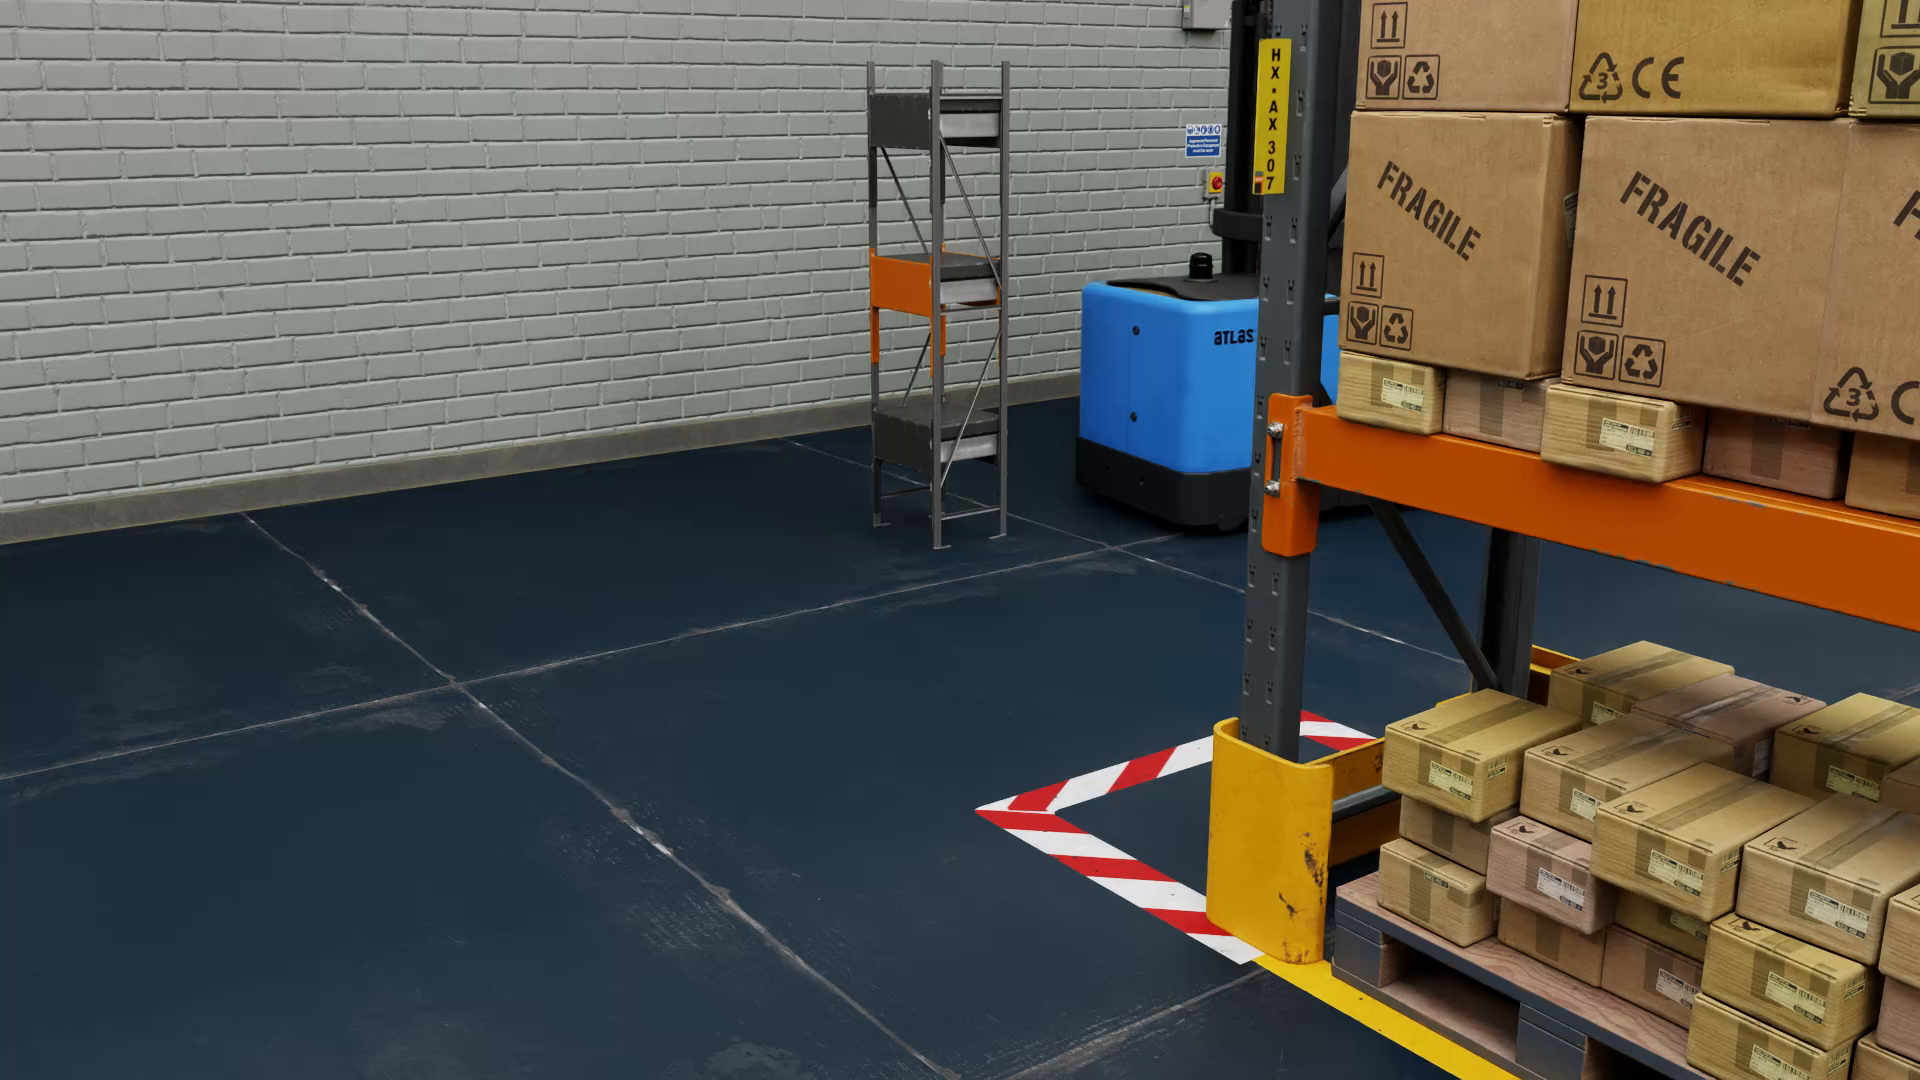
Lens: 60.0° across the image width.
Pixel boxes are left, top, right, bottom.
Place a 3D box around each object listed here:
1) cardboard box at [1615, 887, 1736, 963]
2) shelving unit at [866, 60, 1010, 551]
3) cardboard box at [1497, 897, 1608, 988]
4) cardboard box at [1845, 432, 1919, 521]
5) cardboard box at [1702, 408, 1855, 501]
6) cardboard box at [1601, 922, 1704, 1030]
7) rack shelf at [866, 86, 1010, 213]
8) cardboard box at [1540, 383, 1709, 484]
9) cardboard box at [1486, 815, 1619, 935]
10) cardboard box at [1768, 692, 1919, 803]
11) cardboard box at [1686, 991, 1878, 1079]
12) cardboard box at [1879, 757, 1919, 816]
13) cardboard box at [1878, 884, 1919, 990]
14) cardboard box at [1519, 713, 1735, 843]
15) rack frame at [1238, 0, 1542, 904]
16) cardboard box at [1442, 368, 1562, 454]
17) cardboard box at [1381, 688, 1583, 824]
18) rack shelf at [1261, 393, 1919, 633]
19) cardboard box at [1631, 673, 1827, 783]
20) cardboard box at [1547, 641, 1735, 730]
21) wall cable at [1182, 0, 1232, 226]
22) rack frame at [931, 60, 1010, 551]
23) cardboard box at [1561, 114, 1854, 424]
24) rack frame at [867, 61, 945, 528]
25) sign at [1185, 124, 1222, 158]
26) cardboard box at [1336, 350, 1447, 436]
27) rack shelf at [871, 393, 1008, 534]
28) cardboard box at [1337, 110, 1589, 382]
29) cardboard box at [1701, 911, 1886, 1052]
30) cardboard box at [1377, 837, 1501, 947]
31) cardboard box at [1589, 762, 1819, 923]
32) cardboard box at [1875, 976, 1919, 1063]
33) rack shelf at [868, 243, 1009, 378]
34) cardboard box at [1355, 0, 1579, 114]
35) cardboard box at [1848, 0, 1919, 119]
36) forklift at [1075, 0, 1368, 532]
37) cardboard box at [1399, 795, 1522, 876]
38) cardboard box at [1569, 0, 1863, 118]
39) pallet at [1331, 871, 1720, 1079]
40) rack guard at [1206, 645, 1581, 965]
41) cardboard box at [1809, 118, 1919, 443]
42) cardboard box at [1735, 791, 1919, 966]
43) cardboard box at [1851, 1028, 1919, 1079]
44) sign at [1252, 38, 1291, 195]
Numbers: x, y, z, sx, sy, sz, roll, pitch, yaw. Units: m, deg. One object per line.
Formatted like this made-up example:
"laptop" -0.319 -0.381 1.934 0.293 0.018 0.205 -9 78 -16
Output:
"cardboard box" 1.548 0.704 3.362 0.380 0.149 0.250 -11 19 -34
"shelving unit" -0.097 -1.048 7.428 0.431 2.100 0.503 -11 19 -35
"cardboard box" 1.386 0.795 3.594 0.380 0.149 0.250 -11 19 -35
"cardboard box" 1.743 -0.131 2.850 0.380 0.149 0.250 -11 19 -35
"cardboard box" 1.603 -0.193 3.076 0.380 0.149 0.250 -10 18 -32
"cardboard box" 1.537 0.847 3.404 0.380 0.149 0.250 -11 19 -34
"rack shelf" -0.097 -1.710 7.247 0.431 0.518 0.480 -11 19 -35
"cardboard box" 1.340 -0.227 3.200 0.380 0.149 0.250 -12 19 -36
"cardboard box" 1.332 0.666 3.503 0.380 0.149 0.250 -11 19 -35
"cardboard box" 1.989 0.475 3.636 0.380 0.149 0.250 -11 19 -36
"cardboard box" 1.599 0.919 3.142 0.380 0.149 0.250 -11 19 -34
"cardboard box" 2.090 0.540 3.398 0.380 0.149 0.250 -12 19 -37
"cardboard box" 1.822 0.683 2.878 0.380 0.149 0.250 -10 18 -32
"cardboard box" 1.409 0.508 3.515 0.380 0.149 0.250 -10 18 -34
"rack frame" 1.116 -0.582 4.021 1.000 3.000 0.127 -11 19 -35
"cardboard box" 1.225 -0.293 3.440 0.380 0.149 0.250 -10 18 -33
"cardboard box" 1.150 0.468 3.662 0.380 0.149 0.250 -12 19 -37
"rack shelf" 2.292 0.192 2.556 1.077 0.370 4.000 -11 19 -35
"cardboard box" 1.734 0.440 3.766 0.380 0.149 0.250 -10 18 -33
"cardboard box" 1.633 0.377 3.994 0.380 0.149 0.250 -11 19 -34
"wall cable" 1.727 -3.078 11.155 0.585 1.953 0.123 -11 19 -35
"rack frame" 0.046 -0.996 7.238 0.400 2.100 0.015 -11 19 -35
"cardboard box" 1.492 -0.525 3.059 0.500 0.500 0.500 -11 19 -34
"rack frame" -0.241 -1.100 7.618 0.400 2.100 0.015 -11 19 -35
"sign" 1.652 -2.708 11.278 0.327 0.218 0.001 -11 19 -35
"cardboard box" 1.042 -0.341 3.616 0.380 0.149 0.250 -11 19 -35
"rack shelf" -0.097 -0.360 7.616 0.431 0.518 0.480 -11 19 -35
"cardboard box" 1.157 -0.635 3.462 0.500 0.500 0.500 -10 18 -32
"cardboard box" 1.611 0.776 3.100 0.380 0.149 0.250 -10 18 -33
"cardboard box" 1.165 0.752 3.752 0.380 0.149 0.250 -10 18 -33
"cardboard box" 1.454 0.582 3.246 0.380 0.149 0.250 -11 19 -35
"cardboard box" 1.844 0.818 2.947 0.380 0.149 0.250 -12 19 -37
"rack shelf" -0.097 -1.035 7.432 0.431 0.518 0.480 -11 19 -35
"cardboard box" 1.166 -1.119 3.336 0.500 0.500 0.500 -11 19 -35
"cardboard box" 1.755 -0.898 2.527 0.500 0.500 0.500 -11 19 -36
"forklift" 2.131 -1.704 8.249 3.031 2.935 1.130 -8 17 -26
"cardboard box" 1.217 0.599 3.748 0.380 0.149 0.250 -10 18 -32
"cardboard box" 1.467 -1.012 2.946 0.500 0.500 0.500 -10 18 -33
"pallet" 1.610 0.958 3.676 1.003 0.211 1.213 -11 19 -35
"rack guard" 1.161 0.640 4.292 1.175 0.500 0.348 -11 19 -35
"cardboard box" 1.770 -0.418 2.669 0.500 0.500 0.500 -11 19 -34
"cardboard box" 1.666 0.622 3.099 0.380 0.149 0.250 -12 19 -37
"cardboard box" 1.826 0.958 2.997 0.380 0.149 0.250 -11 19 -34
"sign" 0.678 -0.915 3.599 0.100 0.325 0.005 -11 19 -35
